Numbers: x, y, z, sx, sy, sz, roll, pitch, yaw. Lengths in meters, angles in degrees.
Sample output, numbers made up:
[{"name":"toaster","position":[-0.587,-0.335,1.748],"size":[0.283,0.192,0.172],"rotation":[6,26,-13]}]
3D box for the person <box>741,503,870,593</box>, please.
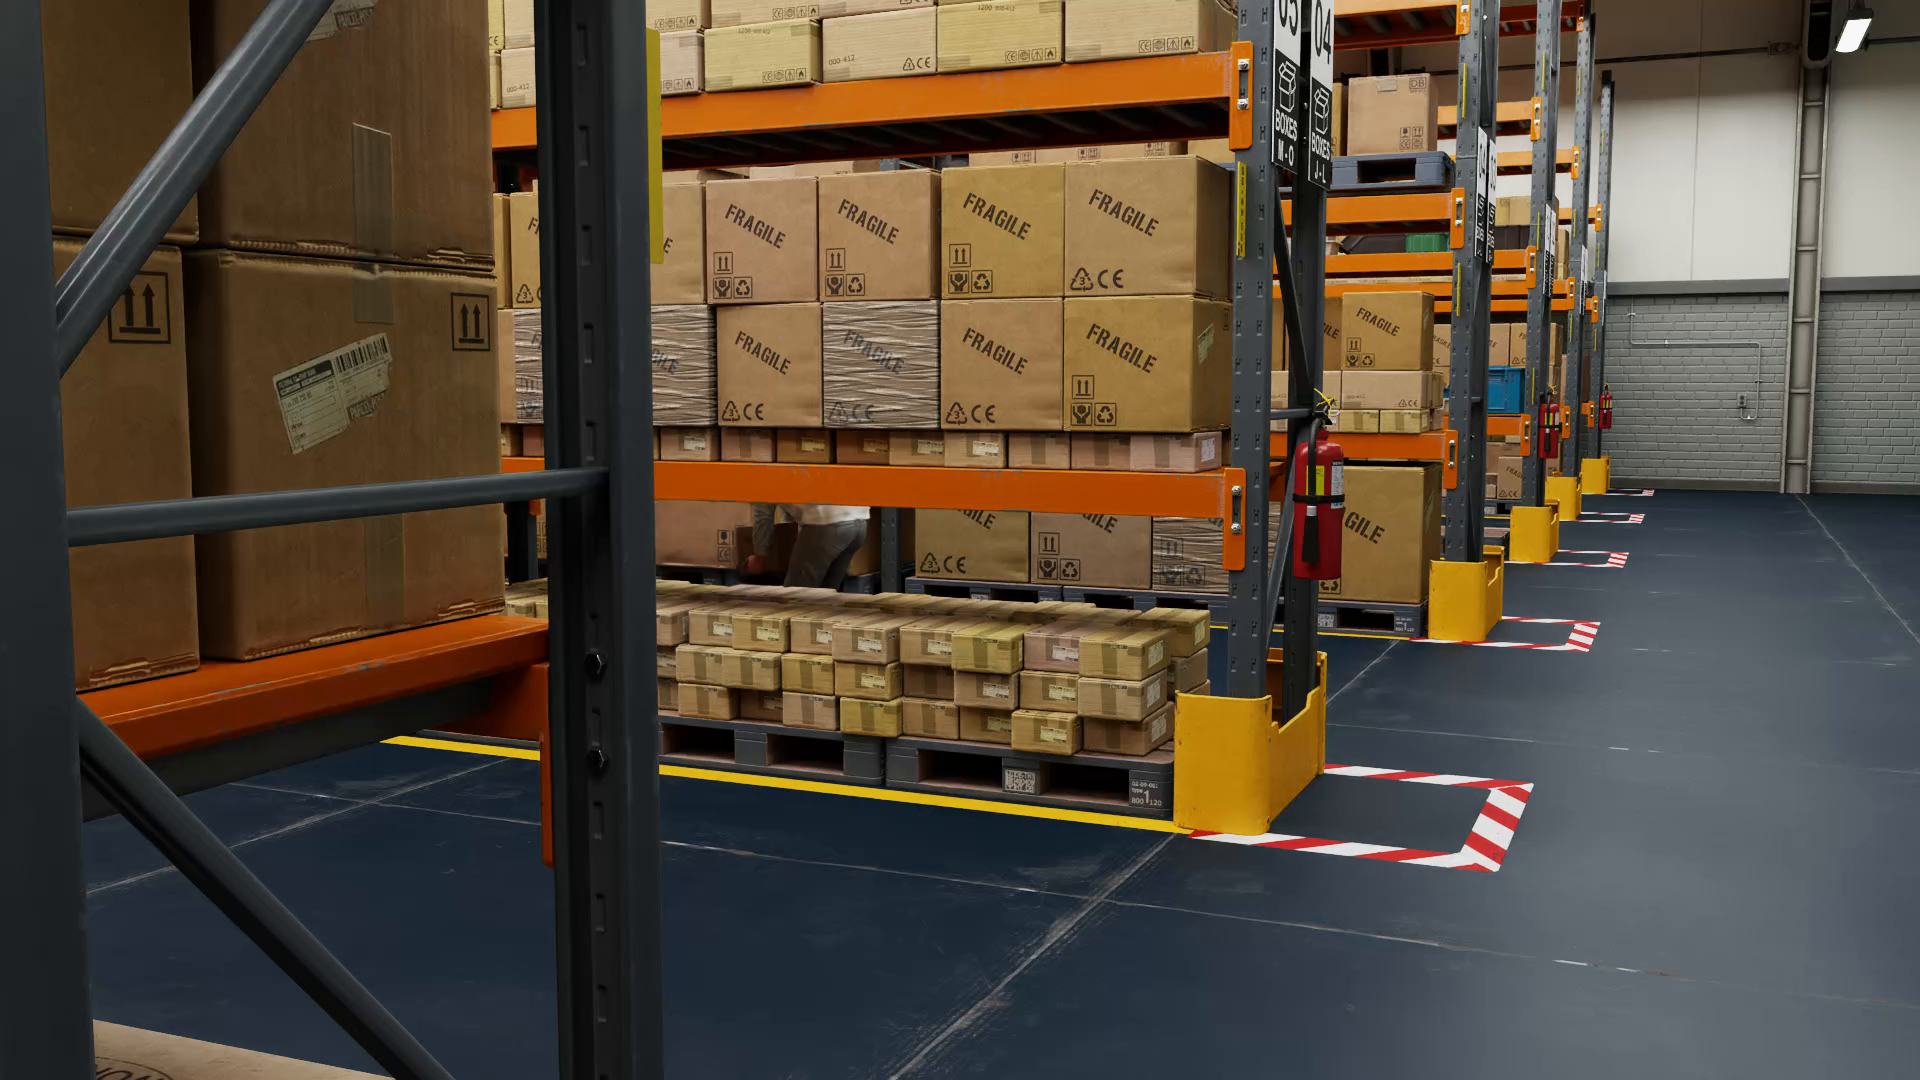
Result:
[{"name":"person","position":[-0.919,0.008,9.106],"size":[0.840,1.527,0.474],"rotation":[2,6,22]}]
